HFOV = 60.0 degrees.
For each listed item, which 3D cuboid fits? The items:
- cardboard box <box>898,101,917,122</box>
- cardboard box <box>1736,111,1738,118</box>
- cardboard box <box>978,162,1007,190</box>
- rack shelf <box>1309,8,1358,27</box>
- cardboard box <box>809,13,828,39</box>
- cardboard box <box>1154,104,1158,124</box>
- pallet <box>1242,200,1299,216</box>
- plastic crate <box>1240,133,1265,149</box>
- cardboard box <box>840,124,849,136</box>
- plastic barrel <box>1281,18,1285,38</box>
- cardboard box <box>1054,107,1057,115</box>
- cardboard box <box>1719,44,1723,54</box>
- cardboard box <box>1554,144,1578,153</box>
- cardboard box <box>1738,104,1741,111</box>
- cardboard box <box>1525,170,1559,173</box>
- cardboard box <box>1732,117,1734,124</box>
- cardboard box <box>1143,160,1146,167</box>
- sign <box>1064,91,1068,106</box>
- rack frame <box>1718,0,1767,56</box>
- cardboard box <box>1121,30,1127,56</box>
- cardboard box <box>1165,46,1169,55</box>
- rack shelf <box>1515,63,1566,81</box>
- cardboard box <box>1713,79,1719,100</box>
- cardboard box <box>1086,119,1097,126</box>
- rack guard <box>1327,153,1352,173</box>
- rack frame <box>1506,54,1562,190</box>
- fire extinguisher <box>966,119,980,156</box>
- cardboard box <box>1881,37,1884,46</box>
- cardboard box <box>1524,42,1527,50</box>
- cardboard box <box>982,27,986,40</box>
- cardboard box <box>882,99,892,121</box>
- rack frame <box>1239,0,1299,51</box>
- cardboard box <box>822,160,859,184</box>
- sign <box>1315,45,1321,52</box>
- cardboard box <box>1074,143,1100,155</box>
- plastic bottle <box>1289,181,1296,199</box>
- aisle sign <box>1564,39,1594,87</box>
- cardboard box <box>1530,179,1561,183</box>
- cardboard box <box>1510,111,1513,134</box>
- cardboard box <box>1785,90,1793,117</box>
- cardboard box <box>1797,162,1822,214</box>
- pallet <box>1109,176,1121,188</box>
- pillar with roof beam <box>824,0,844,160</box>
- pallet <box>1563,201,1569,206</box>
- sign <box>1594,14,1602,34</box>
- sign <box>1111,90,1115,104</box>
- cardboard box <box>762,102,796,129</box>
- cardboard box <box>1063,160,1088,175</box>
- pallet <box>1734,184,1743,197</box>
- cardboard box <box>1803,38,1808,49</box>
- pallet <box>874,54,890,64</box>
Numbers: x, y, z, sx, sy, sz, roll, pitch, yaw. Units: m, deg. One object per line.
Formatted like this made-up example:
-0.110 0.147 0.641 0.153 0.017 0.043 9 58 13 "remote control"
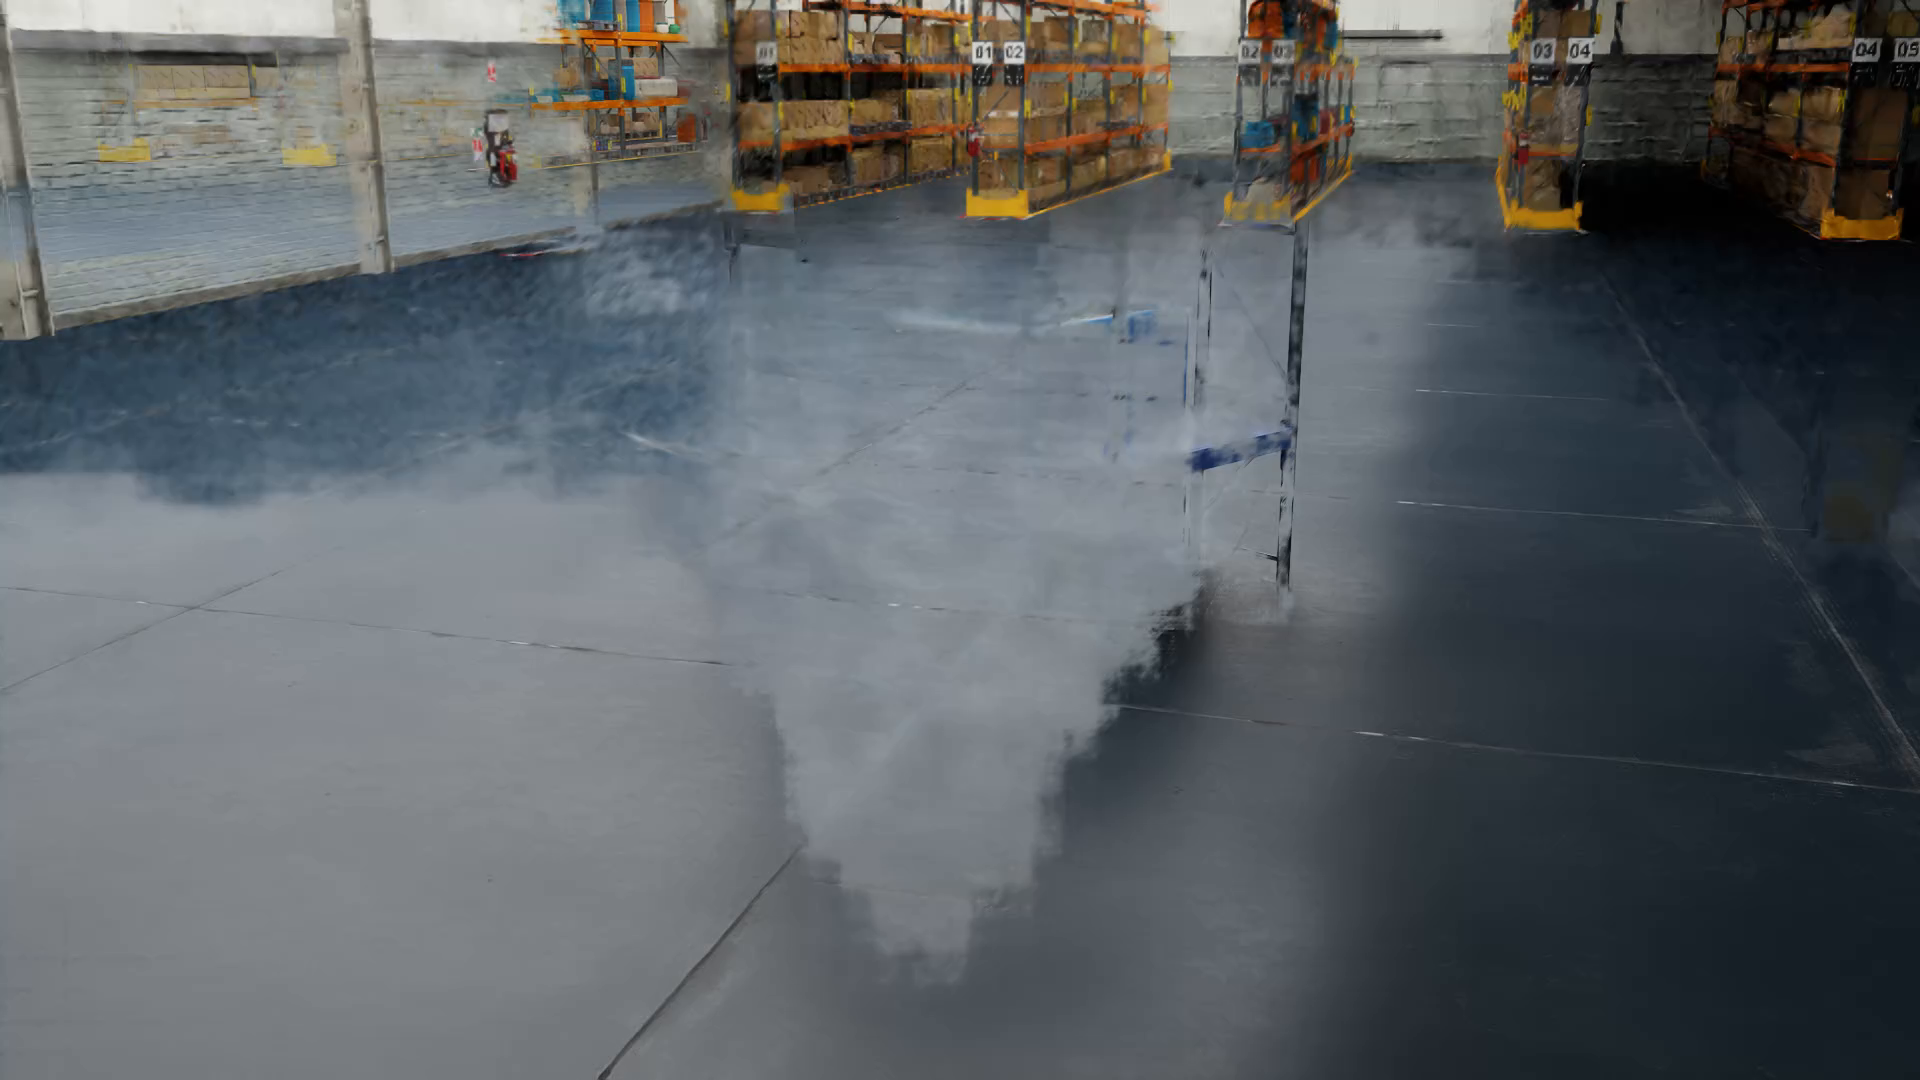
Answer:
-16.133 -12.349 44.603 0.500 0.500 0.500 5 17 18 "cardboard box"
2.749 -11.406 41.191 0.380 0.149 0.250 5 17 18 "cardboard box"
-14.172 -8.968 36.344 0.500 0.500 0.500 5 16 16 "cardboard box"
-5.313 -15.190 46.442 1.077 0.370 4.000 5 16 16 "rack shelf"
-17.820 -12.542 38.501 0.500 0.500 0.500 4 16 14 "cardboard box"
-9.793 -13.262 48.406 0.500 0.500 0.500 4 16 15 "cardboard box"
-8.730 -8.391 36.528 1.003 0.211 1.213 5 16 16 "pallet"
-9.436 -9.262 34.758 0.499 0.251 0.616 5 16 16 "plastic crate"
-17.497 -10.784 40.091 0.500 0.250 0.500 5 16 16 "cardboard box"
-9.089 -11.223 34.789 0.600 0.588 0.600 0 16 0 "plastic barrel"
-12.992 -10.681 38.118 0.380 0.149 0.250 5 16 16 "cardboard box"
4.354 -14.084 45.349 0.500 0.250 0.500 5 17 17 "cardboard box"
-4.233 -8.730 33.072 0.380 0.149 0.250 5 16 16 "cardboard box"
2.675 -11.485 40.925 0.380 0.149 0.250 5 17 18 "cardboard box"
-3.057 -9.133 37.806 0.700 0.500 0.500 5 16 16 "cardboard box"
2.893 -11.399 41.712 0.380 0.149 0.250 5 17 16 "cardboard box"
-10.066 -11.872 48.076 0.380 0.166 0.250 5 16 16 "cardboard box"
-12.289 -12.216 42.924 0.100 0.325 0.005 5 16 16 "sign"
4.731 -15.456 45.331 1.000 3.000 0.127 5 16 16 "rack frame"
-11.011 -14.142 45.060 0.600 0.600 0.600 4 16 15 "cardboard box"
-9.394 -15.208 49.310 0.500 0.250 0.500 5 16 16 "cardboard box"
-2.838 -11.462 38.064 1.077 0.370 4.000 5 16 16 "rack shelf"
4.349 -13.145 45.617 0.500 0.500 0.500 5 16 16 "cardboard box"
-11.911 -11.523 42.620 0.500 0.311 0.500 6 17 19 "cardboard box"
-4.750 -12.170 49.320 1.175 0.500 0.348 5 16 16 "rack guard"
-2.269 -10.888 40.220 1.000 3.000 0.127 5 16 16 "rack frame"
-14.518 -9.532 35.581 0.296 0.674 0.183 5 16 16 "fire extinguisher"
0.804 -10.220 31.874 0.380 0.149 0.250 5 17 16 "cardboard box"
-3.794 -11.343 35.871 0.380 0.149 0.250 4 16 14 "cardboard box"
-14.342 -15.773 49.891 0.500 0.500 0.500 5 17 18 "cardboard box"
-16.773 -12.028 43.249 0.700 0.500 0.500 3 16 11 "cardboard box"
-9.291 -12.065 33.376 1.000 3.000 0.127 5 16 16 "rack frame"
-17.460 -10.197 41.557 0.700 0.500 0.500 5 17 18 "cardboard box"
-7.630 -11.628 37.313 0.100 0.325 0.005 5 16 16 "sign"
-11.713 -11.305 44.090 0.500 0.250 0.500 5 17 18 "cardboard box"
-8.208 -8.837 37.038 0.144 0.351 0.185 5 16 16 "plastic bottle"
-4.273 -10.006 32.347 0.394 0.787 0.004 5 16 16 "aisle sign"
-3.815 -8.421 35.331 0.500 0.500 0.500 3 16 11 "cardboard box"
-2.219 -11.215 41.187 0.500 0.500 0.500 4 16 15 "cardboard box"
1.889 -10.489 36.797 0.700 0.500 0.500 4 16 15 "cardboard box"
0.823 -8.215 33.920 0.875 0.875 0.875 5 17 16 "cardboard box"
-11.518 -10.508 43.990 1.003 0.211 1.213 5 16 16 "pallet"
-13.588 -14.320 41.324 9.100 9.000 0.400 5 16 16 "pillar with roof beam"
-3.563 -8.322 36.281 1.003 0.211 1.213 5 16 16 "pallet"
-4.022 -10.617 32.164 0.100 0.325 0.005 5 16 16 "sign"
-11.233 -12.172 42.625 0.100 0.325 0.005 5 16 16 "sign"
-18.366 -10.347 37.177 0.500 0.500 0.500 5 16 16 "cardboard box"
-12.253 -10.115 40.734 0.500 0.311 0.500 4 16 14 "cardboard box"
3.030 -9.658 40.993 1.003 0.211 1.213 5 16 16 "pallet"
1.368 -11.249 35.316 0.500 0.250 0.500 5 17 16 "cardboard box"
-17.084 -12.772 41.707 1.213 0.211 1.003 5 16 16 "pallet"
